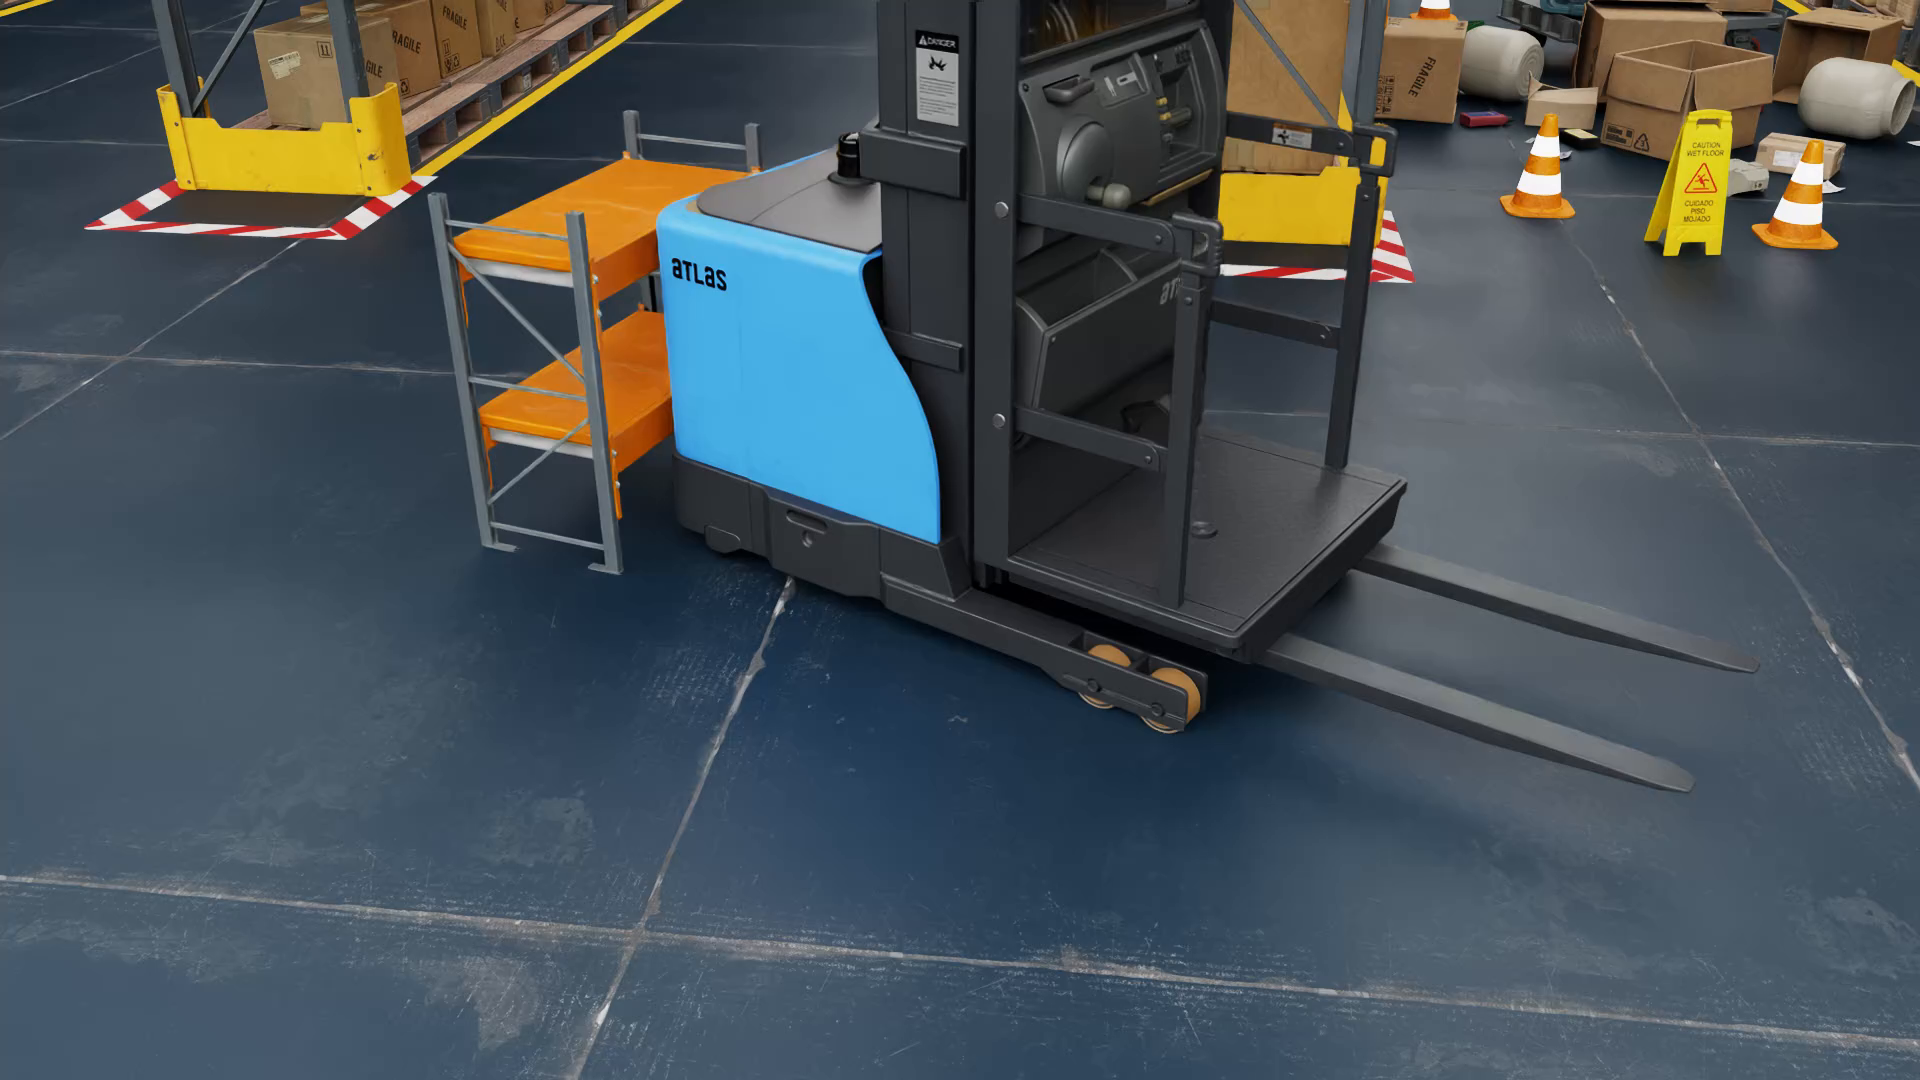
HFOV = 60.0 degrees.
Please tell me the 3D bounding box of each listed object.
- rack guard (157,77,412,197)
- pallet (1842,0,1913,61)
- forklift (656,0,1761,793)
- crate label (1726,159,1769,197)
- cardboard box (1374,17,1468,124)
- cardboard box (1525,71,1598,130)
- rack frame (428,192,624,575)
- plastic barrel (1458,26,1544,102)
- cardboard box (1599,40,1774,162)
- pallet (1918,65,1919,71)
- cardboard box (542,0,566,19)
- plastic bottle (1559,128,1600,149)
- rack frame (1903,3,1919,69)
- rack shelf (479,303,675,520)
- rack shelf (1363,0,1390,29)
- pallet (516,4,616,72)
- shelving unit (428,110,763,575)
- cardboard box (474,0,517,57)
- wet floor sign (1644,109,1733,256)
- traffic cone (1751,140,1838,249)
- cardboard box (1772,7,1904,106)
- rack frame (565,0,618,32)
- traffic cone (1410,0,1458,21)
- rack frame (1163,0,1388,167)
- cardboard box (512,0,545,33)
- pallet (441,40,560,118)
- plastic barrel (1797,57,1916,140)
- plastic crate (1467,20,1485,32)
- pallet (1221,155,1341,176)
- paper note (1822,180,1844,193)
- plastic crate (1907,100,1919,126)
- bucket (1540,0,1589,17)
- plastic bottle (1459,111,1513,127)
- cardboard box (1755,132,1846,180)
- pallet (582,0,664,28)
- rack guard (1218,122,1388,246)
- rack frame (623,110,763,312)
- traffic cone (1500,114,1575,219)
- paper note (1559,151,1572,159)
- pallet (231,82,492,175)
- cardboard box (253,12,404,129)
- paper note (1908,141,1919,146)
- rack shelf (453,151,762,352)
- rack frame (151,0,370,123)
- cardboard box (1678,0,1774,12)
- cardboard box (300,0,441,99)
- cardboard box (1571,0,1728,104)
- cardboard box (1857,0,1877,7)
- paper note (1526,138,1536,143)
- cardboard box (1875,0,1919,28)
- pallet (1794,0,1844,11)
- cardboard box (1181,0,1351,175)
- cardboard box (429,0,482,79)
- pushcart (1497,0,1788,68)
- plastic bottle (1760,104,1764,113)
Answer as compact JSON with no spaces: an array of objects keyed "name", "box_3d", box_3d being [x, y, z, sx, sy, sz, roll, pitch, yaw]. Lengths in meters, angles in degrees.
[{"name":"rack guard","box_3d":[-3.482,-2.090,8.602,1.175,0.500,0.348,3,28,6]},{"name":"pallet","box_3d":[6.928,-3.601,11.711,1.003,0.211,1.213,3,28,6]},{"name":"forklift","box_3d":[0.603,-1.076,4.157,3.031,2.935,1.130,19,34,31]},{"name":"crate label","box_3d":[4.007,-1.874,8.584,0.250,0.136,0.298,-11,30,-20]},{"name":"cardboard box","box_3d":[2.737,-2.812,9.940,0.500,0.500,0.500,8,29,15]},{"name":"cardboard box","box_3d":[3.526,-2.582,9.763,0.396,0.266,0.258,8,29,15]},{"name":"rack frame","box_3d":[-1.263,-0.439,4.878,0.500,1.125,0.032,11,30,19]},{"name":"plastic barrel","box_3d":[3.292,-2.944,10.269,0.421,0.421,0.512,-24,36,-37]},{"name":"cardboard box","box_3d":[4.046,-2.454,9.274,0.797,0.503,0.637,-17,33,-29]},{"name":"pallet","box_3d":[6.786,-2.916,10.440,1.003,0.211,1.213,3,28,6]},{"name":"cardboard box","box_3d":[-3.090,-3.936,11.586,0.500,0.500,0.500,3,28,5]},{"name":"plastic bottle","box_3d":[3.491,-2.280,9.419,0.133,0.061,0.283,-6,29,-11]},{"name":"rack frame","box_3d":[6.834,-4.462,10.369,1.000,3.000,0.127,3,28,6]},{"name":"rack shelf","box_3d":[-1.072,-0.447,5.409,0.538,0.278,1.000,11,30,19]},{"name":"rack shelf","box_3d":[1.664,-3.444,9.238,1.077,0.370,4.000,3,28,6]},{"name":"pallet","box_3d":[-3.049,-3.492,11.509,1.003,0.211,1.213,3,28,6]},{"name":"shelving unit","box_3d":[-1.072,-0.662,5.293,0.538,1.125,1.048,11,30,19]},{"name":"cardboard box","box_3d":[-3.151,-3.369,10.534,0.500,0.500,0.500,1,28,2]},{"name":"wet floor sign","box_3d":[3.380,-1.654,7.639,0.267,0.644,0.232,-1,28,-3]},{"name":"traffic cone","box_3d":[3.973,-1.644,7.813,0.336,0.463,0.334,3,28,6]},{"name":"cardboard box","box_3d":[5.352,-2.937,10.172,0.500,0.500,0.500,-24,36,-37]},{"name":"rack frame","box_3d":[-3.002,-5.038,11.438,1.000,3.000,0.127,3,28,6]},{"name":"traffic cone","box_3d":[3.572,-4.128,12.425,0.336,0.463,0.334,3,28,6]},{"name":"rack frame","box_3d":[1.418,-2.819,7.320,1.000,3.000,0.127,3,28,6]},{"name":"cardboard box","box_3d":[-3.153,-3.666,11.085,0.500,0.500,0.500,13,31,22]},{"name":"pallet","box_3d":[-3.196,-2.916,10.440,1.003,0.211,1.213,3,28,6]},{"name":"plastic barrel","box_3d":[5.094,-2.505,9.453,0.421,0.421,0.512,-24,36,-37]},{"name":"plastic crate","box_3d":[3.187,-3.331,11.175,0.450,0.188,0.662,9,28,37]},{"name":"pallet","box_3d":[1.439,-1.972,8.688,1.003,0.211,1.213,3,28,6]},{"name":"paper note","box_3d":[4.484,-1.832,8.619,0.148,0.019,0.142,-6,29,-11]},{"name":"plastic crate","box_3d":[5.827,-2.485,9.778,0.402,0.080,0.583,-6,29,-11]},{"name":"bucket","box_3d":[4.180,-3.732,10.863,0.726,0.611,0.620,14,21,24]},{"name":"plastic bottle","box_3d":[3.100,-2.478,9.785,0.283,0.061,0.133,-6,29,-11]},{"name":"cardboard box","box_3d":[4.499,-2.058,8.913,0.380,0.149,0.250,20,34,32]},{"name":"pallet","box_3d":[-2.908,-4.177,12.780,1.003,0.211,1.213,3,28,6]},{"name":"rack guard","box_3d":[1.416,-1.707,7.892,1.175,0.500,0.348,3,28,6]},{"name":"rack frame","box_3d":[-0.880,-0.886,5.708,0.500,1.125,0.032,11,30,19]},{"name":"traffic cone","box_3d":[2.893,-1.870,8.232,0.336,0.463,0.334,3,28,6]},{"name":"paper note","box_3d":[3.290,-2.131,9.175,0.144,0.017,0.142,14,31,24]},{"name":"pallet","box_3d":[-3.348,-2.343,9.377,1.003,0.211,1.213,3,28,6]},{"name":"cardboard box","box_3d":[-3.399,-2.532,8.980,0.500,0.500,0.500,9,30,16]},{"name":"paper note","box_3d":[5.451,-2.237,9.370,0.142,0.019,0.148,-6,29,-11]},{"name":"rack shelf","box_3d":[-1.072,-0.920,5.154,0.538,0.278,1.000,11,30,19]},{"name":"rack frame","box_3d":[-3.492,-3.155,7.943,1.000,3.000,0.127,3,28,6]},{"name":"cardboard box","box_3d":[5.063,-3.784,10.948,0.500,0.500,0.500,3,28,6]},{"name":"cardboard box","box_3d":[-3.359,-2.816,9.506,0.500,0.500,0.500,11,30,19]},{"name":"cardboard box","box_3d":[4.153,-2.954,10.060,0.797,0.637,0.503,3,28,6]},{"name":"cardboard box","box_3d":[6.980,-4.075,11.980,0.950,0.372,0.625,5,29,9]},{"name":"paper note","box_3d":[3.252,-2.275,9.463,0.032,0.001,0.123,20,34,32]},{"name":"cardboard box","box_3d":[6.895,-3.737,11.351,0.950,0.372,0.625,4,29,7]},{"name":"pallet","box_3d":[7.075,-4.177,12.780,1.003,0.211,1.213,3,28,6]},{"name":"cardboard box","box_3d":[1.436,-2.391,8.324,0.875,0.875,0.875,4,29,6]},{"name":"cardboard box","box_3d":[-3.264,-3.109,10.051,0.500,0.500,0.500,6,29,11]},{"name":"pushcart","box_3d":[4.565,-3.416,11.193,1.648,0.377,0.936,-6,29,-11]},{"name":"plastic bottle","box_3d":[4.814,-2.670,10.141,0.133,0.061,0.283,8,29,15]}]
